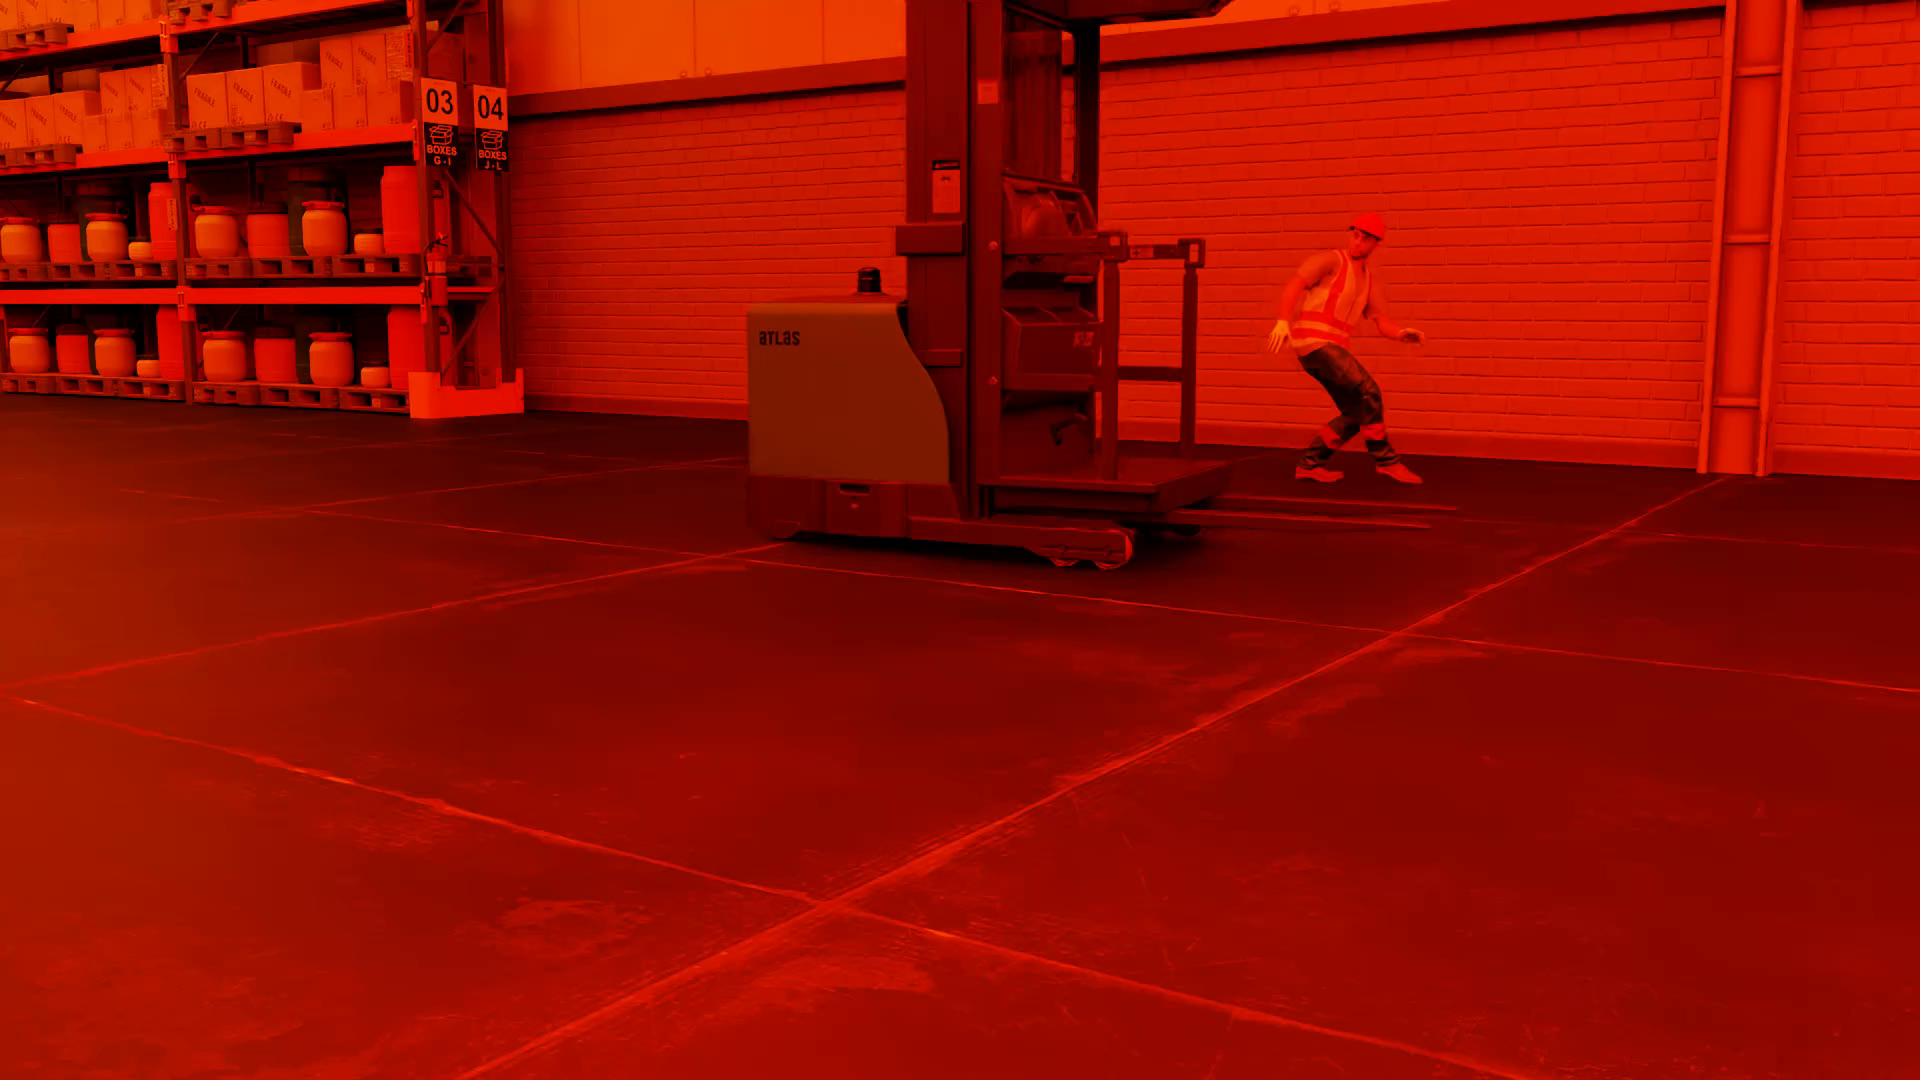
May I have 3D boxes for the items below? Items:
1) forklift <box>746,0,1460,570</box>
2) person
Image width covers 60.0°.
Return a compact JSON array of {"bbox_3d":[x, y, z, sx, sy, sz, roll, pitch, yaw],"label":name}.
[{"bbox_3d":[0.583,-1.413,7.133,3.031,2.935,1.130,4,9,26],"label":"forklift"},{"bbox_3d":[2.322,-1.126,9.839,0.814,1.610,0.785,5,10,33],"label":"person"}]
